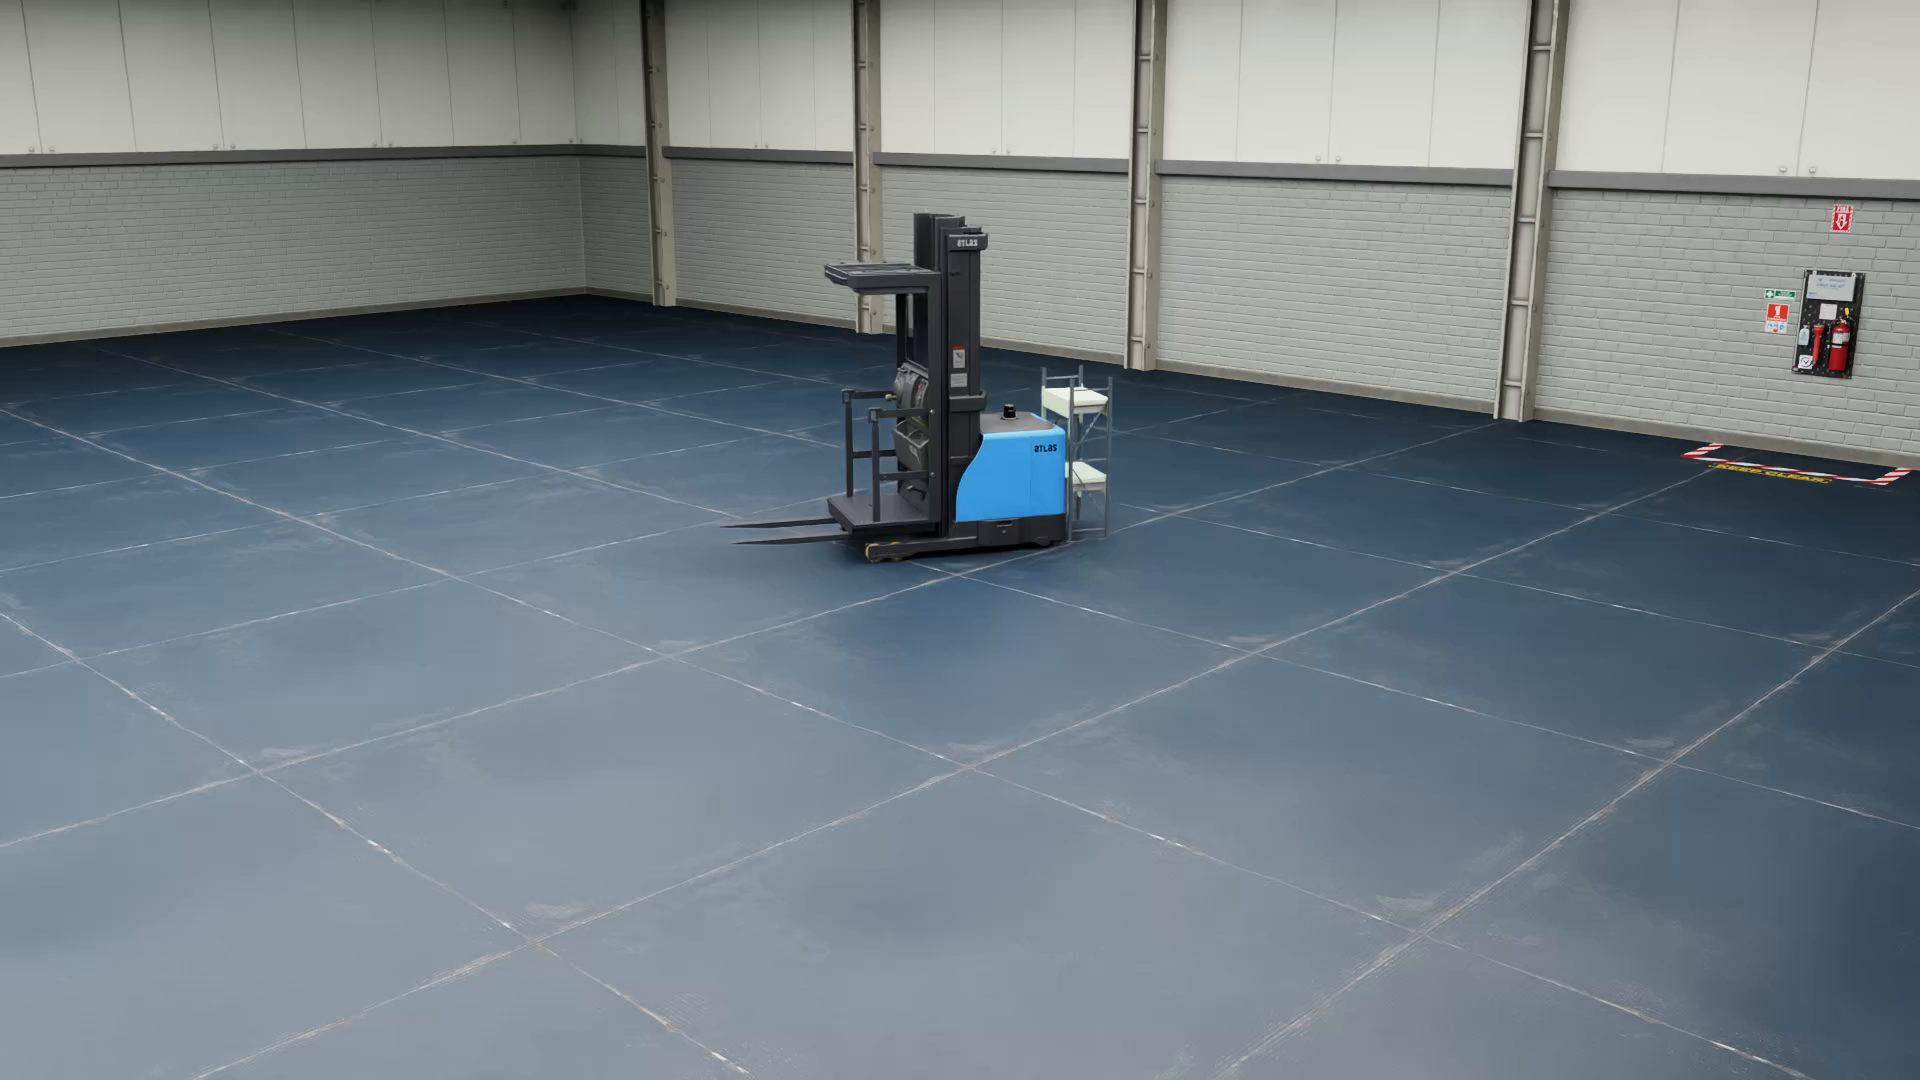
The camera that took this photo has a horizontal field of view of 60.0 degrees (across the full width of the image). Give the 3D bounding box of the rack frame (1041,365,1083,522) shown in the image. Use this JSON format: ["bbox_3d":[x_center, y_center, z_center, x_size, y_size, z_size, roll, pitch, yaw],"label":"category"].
[{"bbox_3d":[0.958,-0.896,15.714,0.400,1.500,0.023,-4,15,-17],"label":"rack frame"}]

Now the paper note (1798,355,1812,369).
[{"bbox_3d":[9.540,-2.007,18.753,0.142,0.148,0.016,14,20,42],"label":"paper note"}]

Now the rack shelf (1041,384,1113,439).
[{"bbox_3d":[1.065,-1.185,15.277,0.431,0.370,0.720,-4,15,-17],"label":"rack shelf"}]

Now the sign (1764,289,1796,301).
[{"bbox_3d":[9.290,-2.777,18.837,0.331,0.109,0.001,14,20,42],"label":"sign"}]

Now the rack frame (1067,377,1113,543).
[{"bbox_3d":[1.173,-0.720,15.037,0.400,1.500,0.023,-4,15,-17],"label":"rack frame"}]

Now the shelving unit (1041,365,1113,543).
[{"bbox_3d":[1.065,-0.808,15.375,0.431,1.500,0.755,-4,15,-17],"label":"shelving unit"}]

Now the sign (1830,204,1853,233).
[{"bbox_3d":[9.683,-3.532,18.257,0.199,0.298,0.001,14,20,42],"label":"sign"}]

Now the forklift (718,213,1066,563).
[{"bbox_3d":[-0.619,-1.370,14.696,3.031,2.935,1.130,-4,15,-17],"label":"forklift"}]

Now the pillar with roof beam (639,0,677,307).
[{"bbox_3d":[-8.893,-8.273,29.153,0.400,9.000,9.100,14,20,42],"label":"pillar with roof beam"}]

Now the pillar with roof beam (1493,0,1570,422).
[{"bbox_3d":[4.064,-5.123,17.063,0.400,9.000,9.100,14,20,42],"label":"pillar with roof beam"}]

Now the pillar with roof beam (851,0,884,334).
[{"bbox_3d":[-4.574,-7.223,25.123,0.400,9.000,9.100,14,20,42],"label":"pillar with roof beam"}]

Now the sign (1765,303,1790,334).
[{"bbox_3d":[9.293,-2.523,18.913,0.234,0.329,0.001,14,20,42],"label":"sign"}]

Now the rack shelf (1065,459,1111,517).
[{"bbox_3d":[1.065,-0.492,15.458,0.431,0.370,0.720,-4,15,-17],"label":"rack shelf"}]

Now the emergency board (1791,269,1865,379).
[{"bbox_3d":[9.619,-2.390,18.474,0.643,1.169,0.194,14,20,42],"label":"emergency board"}]

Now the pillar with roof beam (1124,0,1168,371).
[{"bbox_3d":[-0.255,-6.173,21.093,0.400,9.000,9.100,14,20,42],"label":"pillar with roof beam"}]
